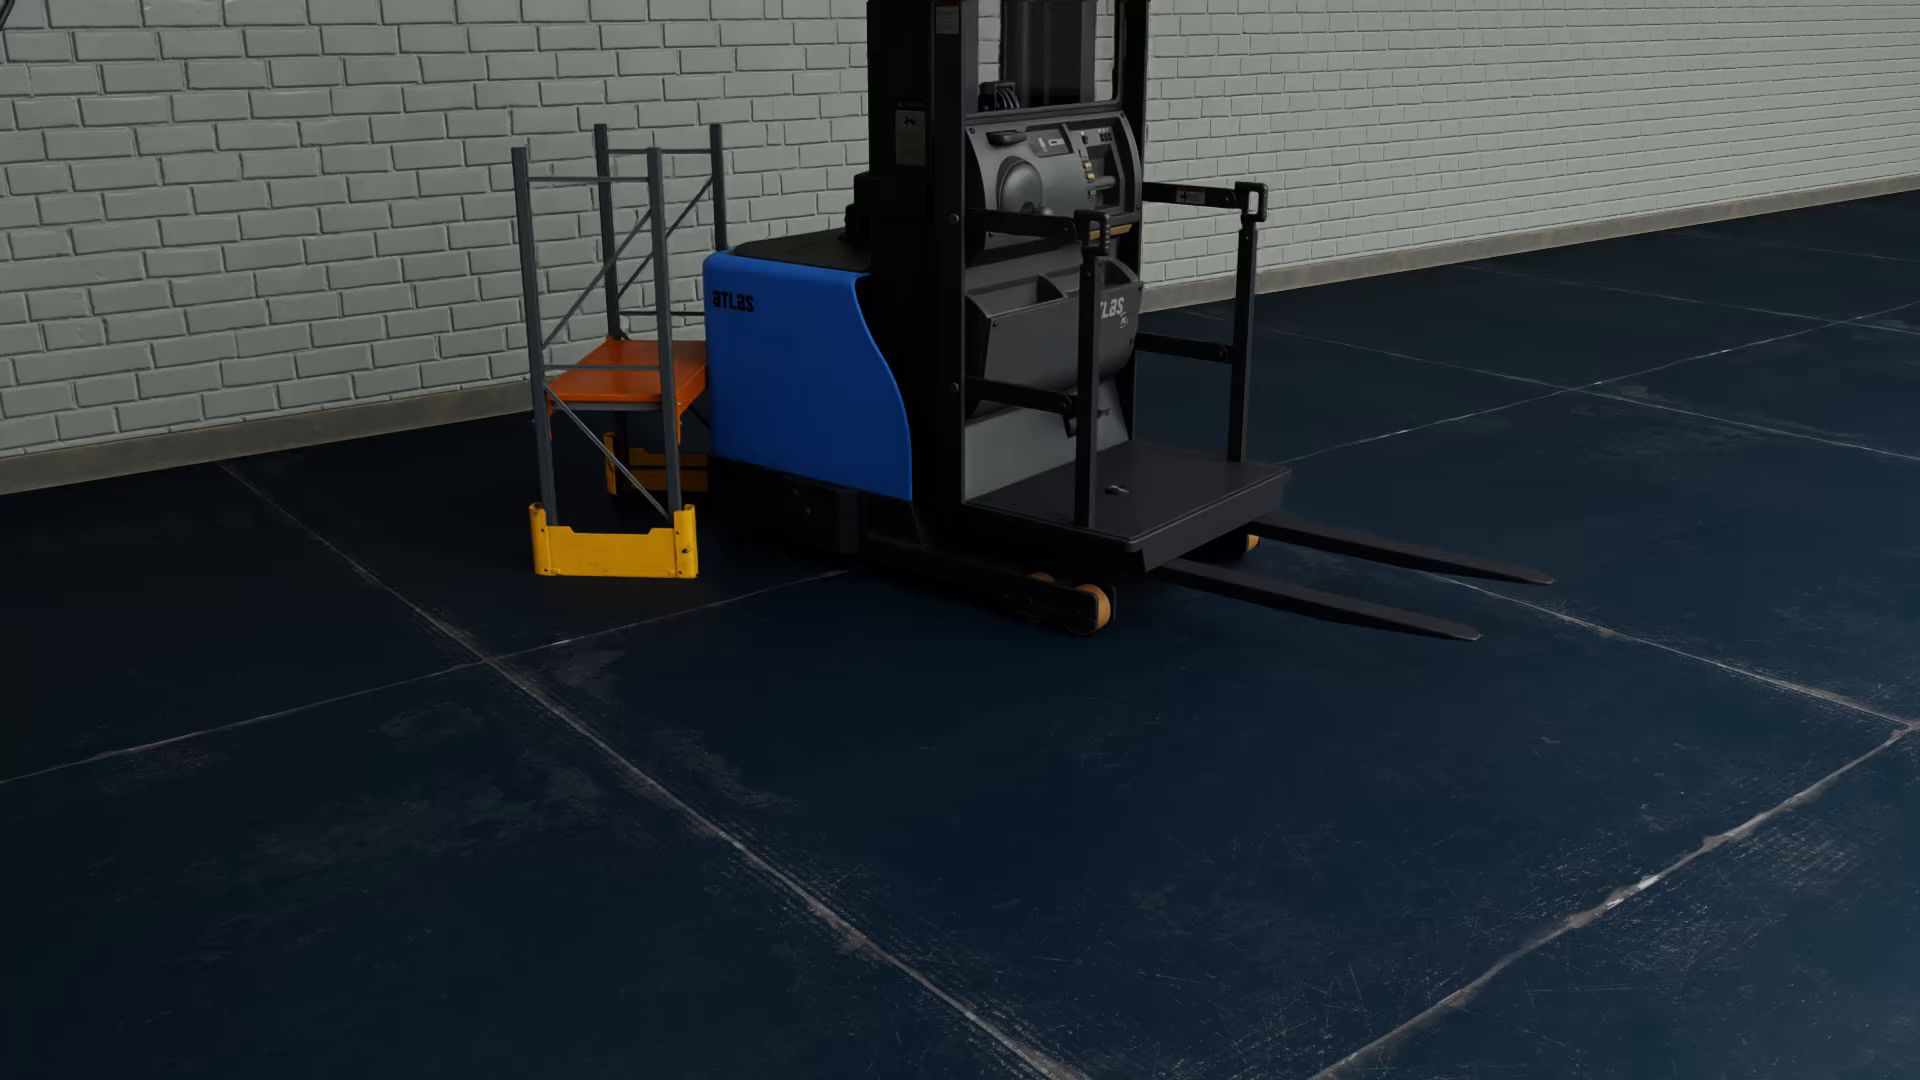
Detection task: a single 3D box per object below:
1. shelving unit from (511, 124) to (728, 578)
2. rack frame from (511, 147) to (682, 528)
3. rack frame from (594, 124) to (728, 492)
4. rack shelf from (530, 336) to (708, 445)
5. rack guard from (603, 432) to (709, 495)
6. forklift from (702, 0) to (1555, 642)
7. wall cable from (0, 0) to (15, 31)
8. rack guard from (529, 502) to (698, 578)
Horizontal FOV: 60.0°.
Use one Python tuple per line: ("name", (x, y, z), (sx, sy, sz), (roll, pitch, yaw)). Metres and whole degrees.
("shelving unit", (-1.211, -0.751, 6.242), (0.587, 1.500, 1.083), (1, 18, 3))
("rack frame", (-1.242, -0.594, 5.769), (0.500, 1.500, 0.032), (1, 18, 3))
("rack frame", (-1.178, -0.913, 6.732), (0.500, 1.500, 0.032), (1, 18, 3))
("rack shelf", (-1.210, -0.583, 6.307), (0.538, 0.185, 1.000), (1, 18, 3))
("rack guard", (-1.178, -0.314, 6.910), (0.587, 0.250, 0.087), (1, 18, 3))
("forklift", (0.497, -1.268, 5.530), (3.031, 2.935, 1.130), (14, 23, 36))
("wall cable", (-4.874, -2.756, 5.308), (3.097, 2.526, 0.112), (-14, 23, -36))
("rack guard", (-1.240, -0.001, 5.966), (0.587, 0.250, 0.087), (1, 18, 3))
